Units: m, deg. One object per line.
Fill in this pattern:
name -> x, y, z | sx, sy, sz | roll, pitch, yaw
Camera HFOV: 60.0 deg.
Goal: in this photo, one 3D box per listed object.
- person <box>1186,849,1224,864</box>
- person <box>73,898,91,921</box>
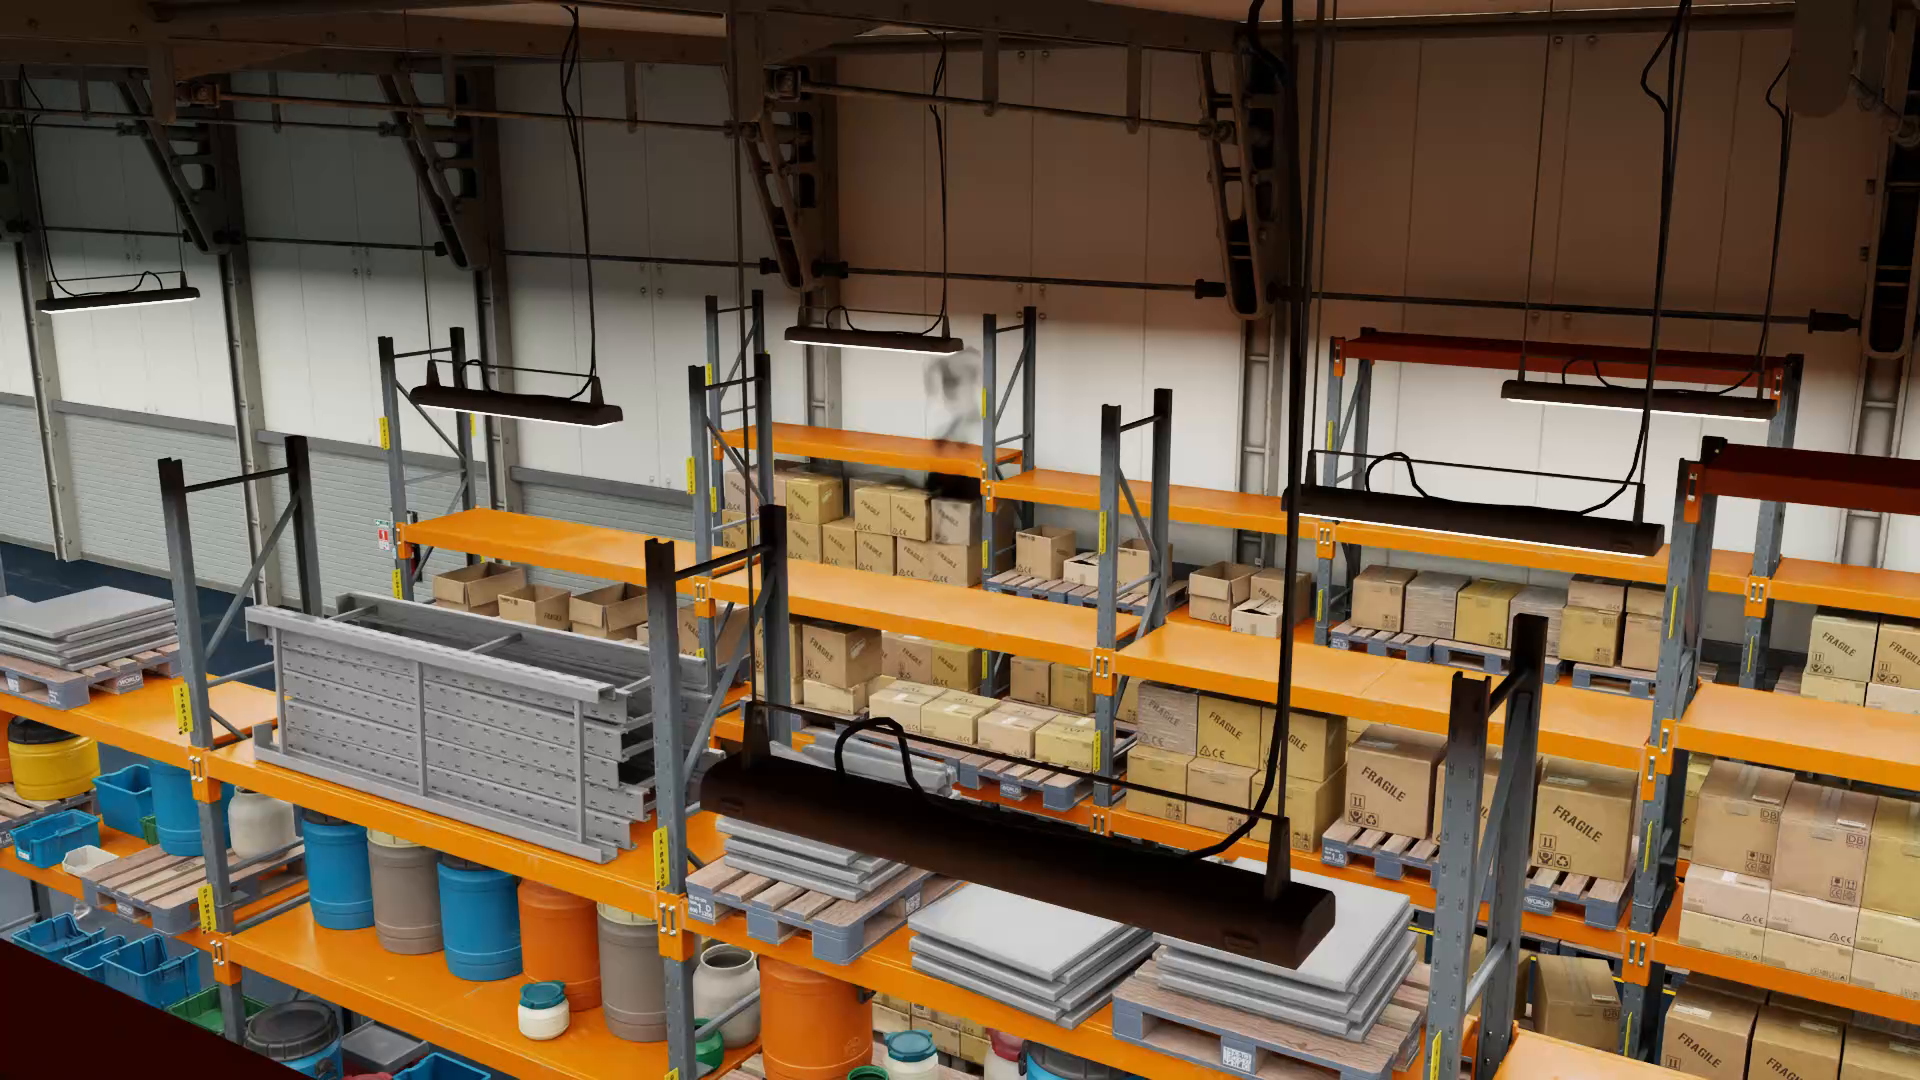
person -> 2.283, 3.435, 15.803 | 0.599, 1.734, 0.660 | 9, 17, 33
person -> -8.854, 3.198, 17.236 | 0.919, 1.546, 0.575 | -7, 15, -25
